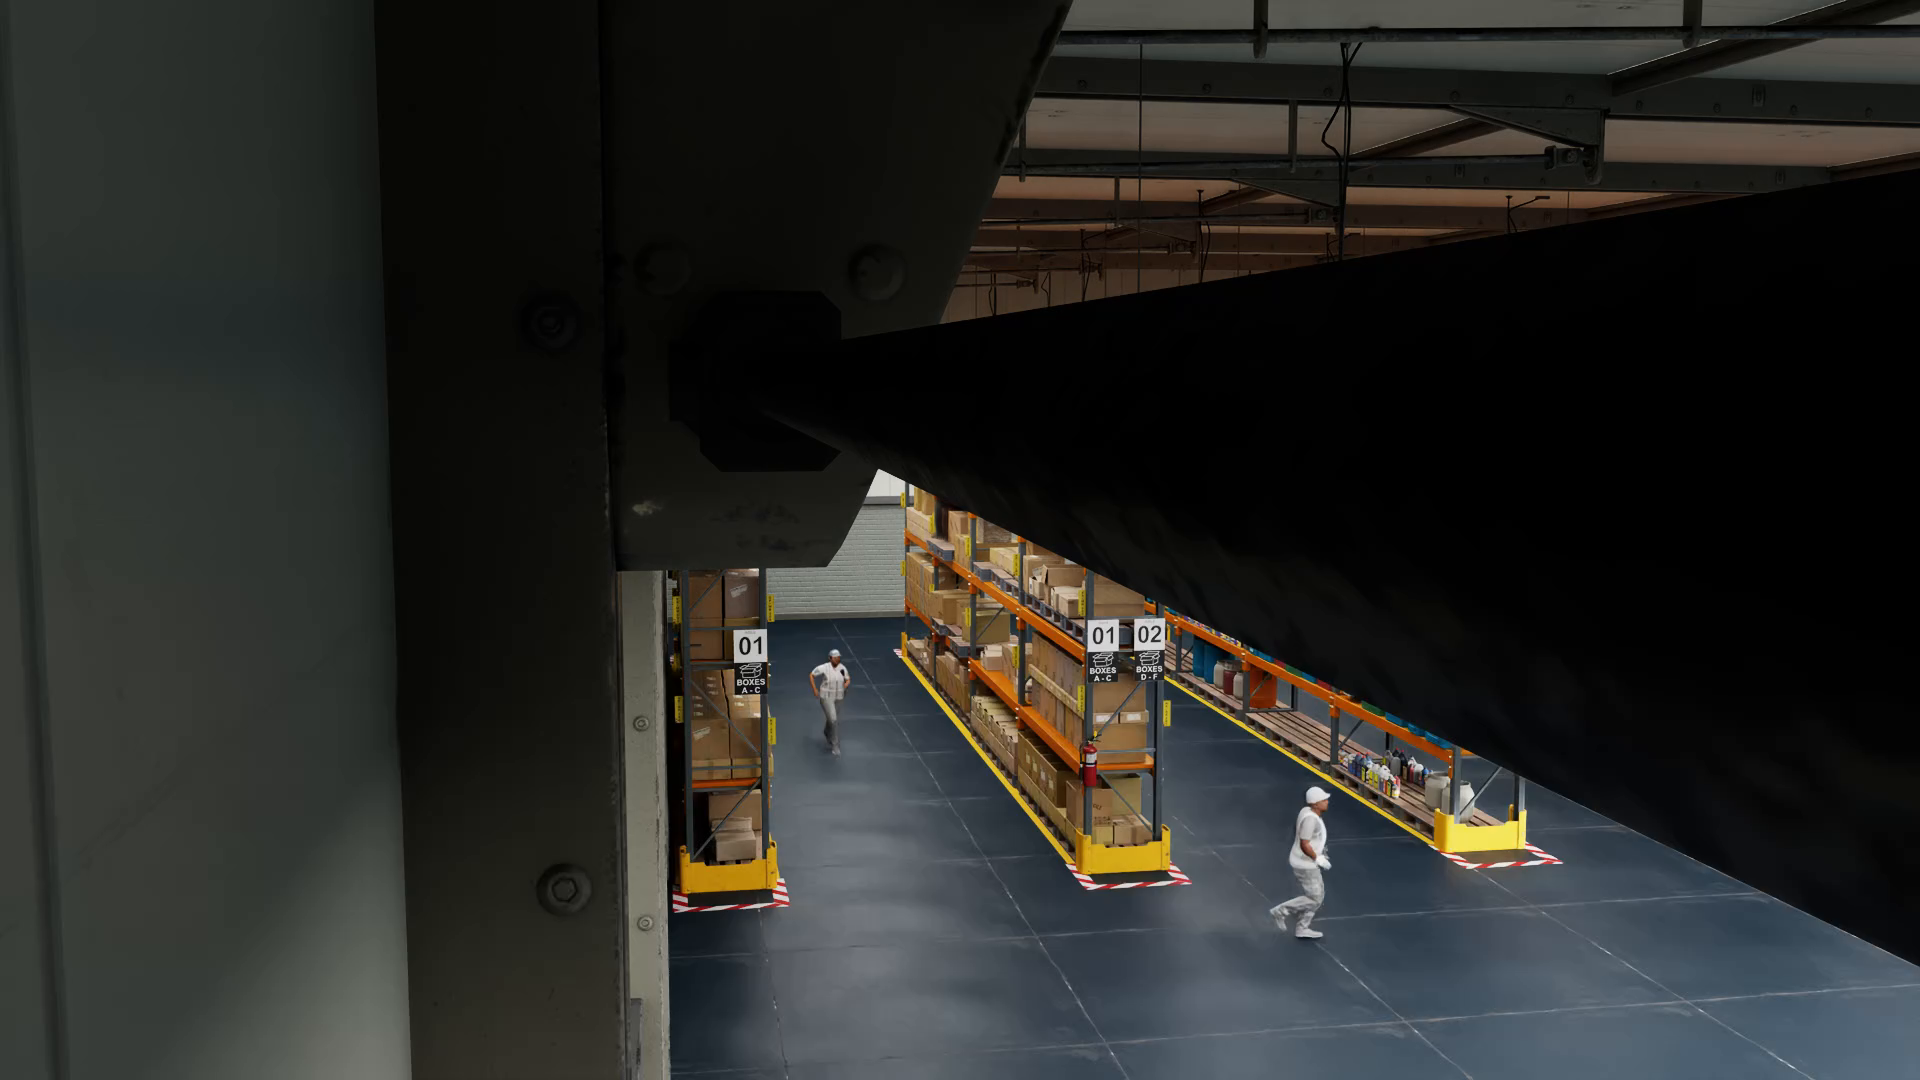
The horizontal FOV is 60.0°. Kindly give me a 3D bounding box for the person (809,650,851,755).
[{"bbox_3d":[-2.155,2.654,27.586,0.640,1.715,0.848,-4,7,-31],"label":"person"}]

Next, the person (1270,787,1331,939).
[{"bbox_3d":[3.777,3.575,18.436,0.651,1.714,0.684,1,6,10],"label":"person"}]
